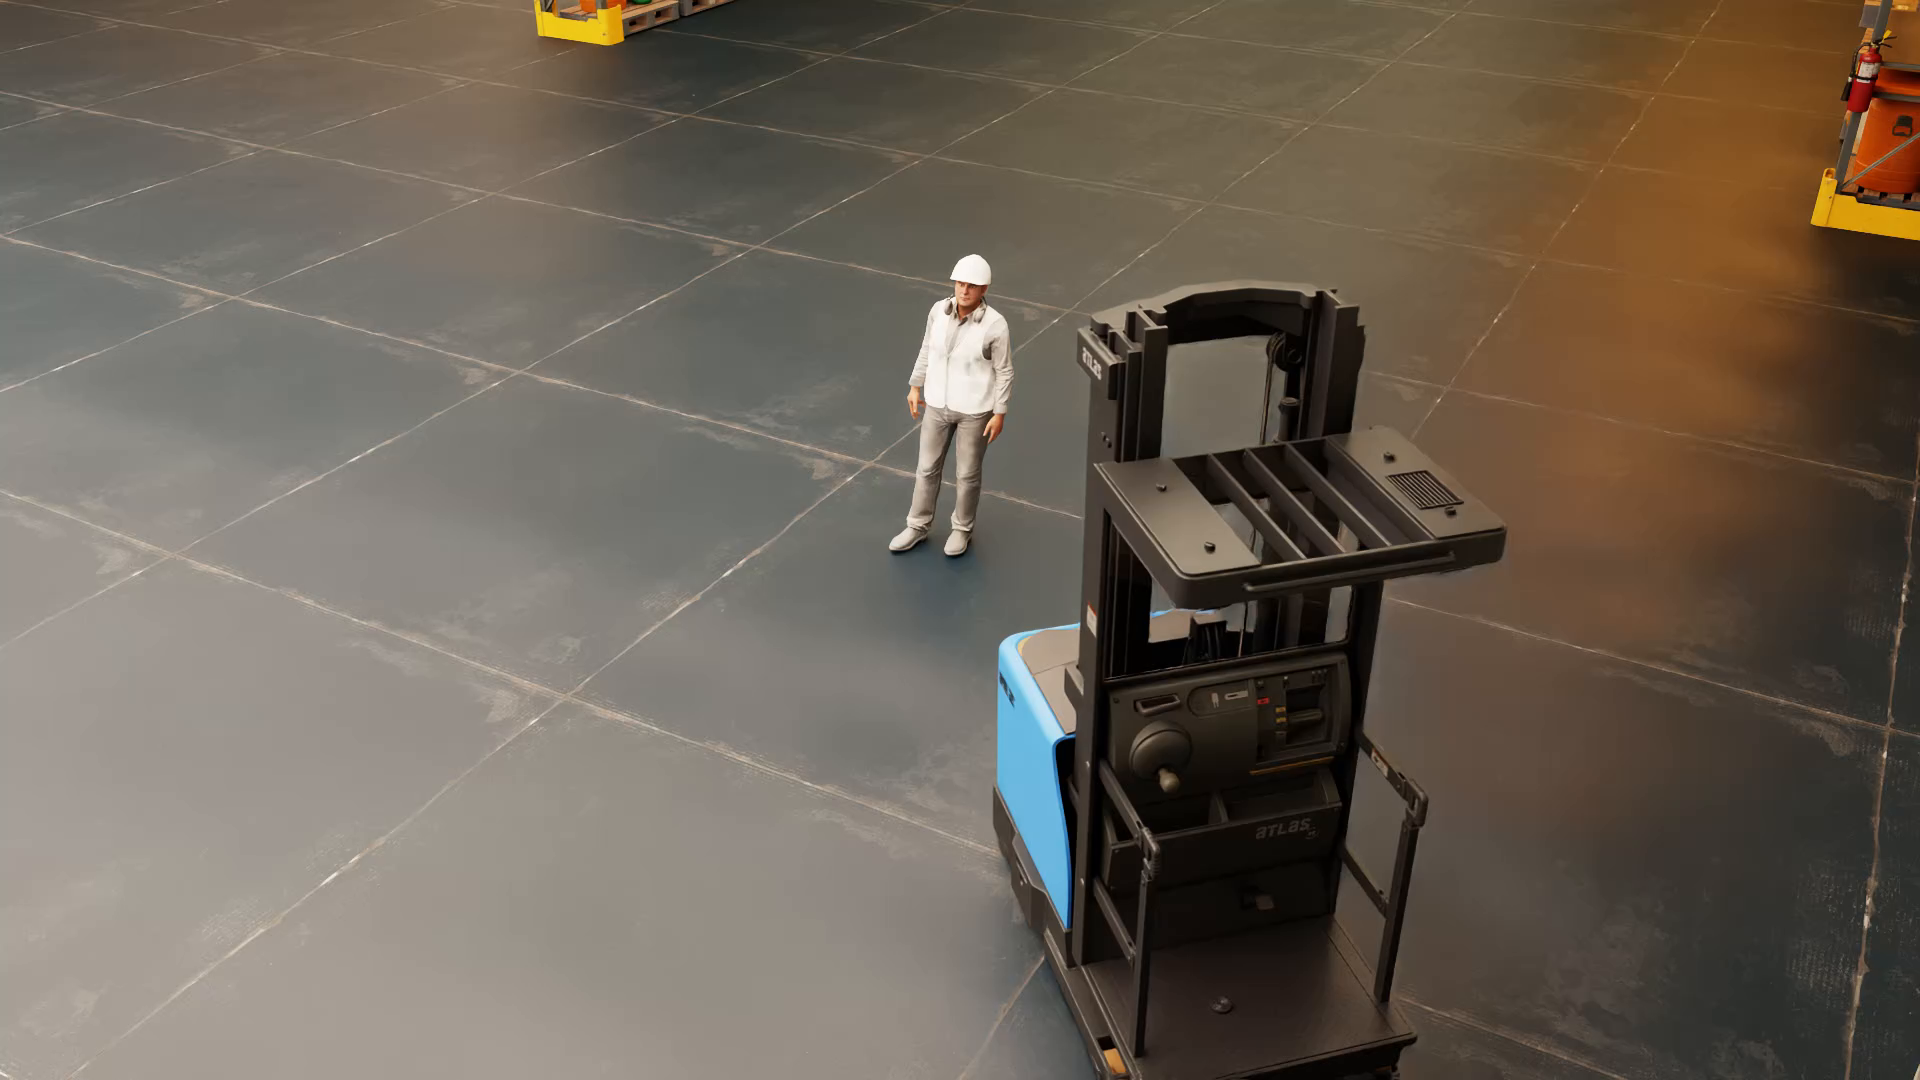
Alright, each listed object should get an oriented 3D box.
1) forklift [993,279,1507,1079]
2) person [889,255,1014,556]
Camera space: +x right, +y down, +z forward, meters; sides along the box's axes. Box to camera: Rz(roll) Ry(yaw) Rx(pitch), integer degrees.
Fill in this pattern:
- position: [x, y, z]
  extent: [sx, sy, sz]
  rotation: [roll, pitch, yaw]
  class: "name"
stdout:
- position: [1.043, 0.711, 5.838]
  extent: [1.130, 2.935, 3.031]
  rotation: [-8, 31, -14]
  class: "forklift"
- position: [-0.037, -0.749, 9.511]
  extent: [0.634, 1.775, 0.566]
  rotation: [15, 33, 25]
  class: "person"
